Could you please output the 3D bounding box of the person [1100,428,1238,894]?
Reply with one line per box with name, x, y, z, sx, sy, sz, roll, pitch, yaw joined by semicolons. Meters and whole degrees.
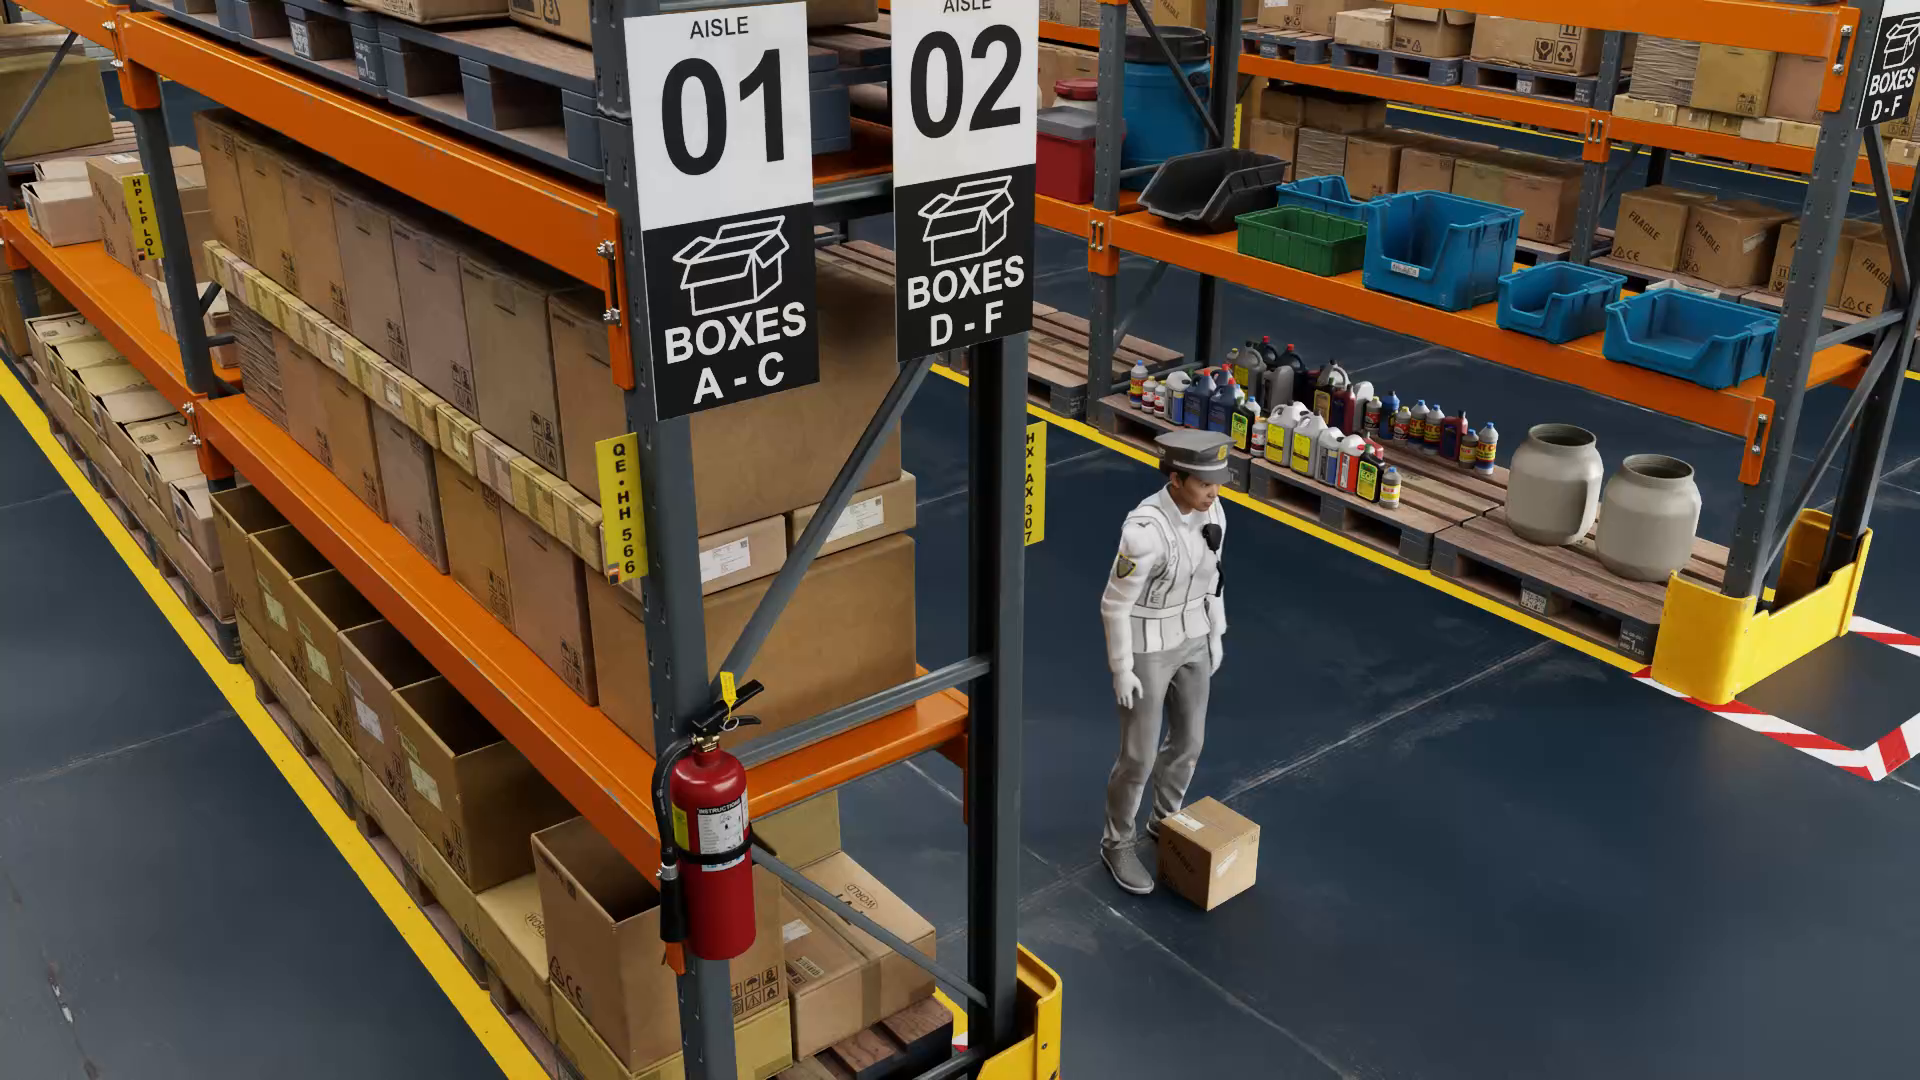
person;0.716;0.391;5.759;0.526;1.663;0.375;-18;31;-34
